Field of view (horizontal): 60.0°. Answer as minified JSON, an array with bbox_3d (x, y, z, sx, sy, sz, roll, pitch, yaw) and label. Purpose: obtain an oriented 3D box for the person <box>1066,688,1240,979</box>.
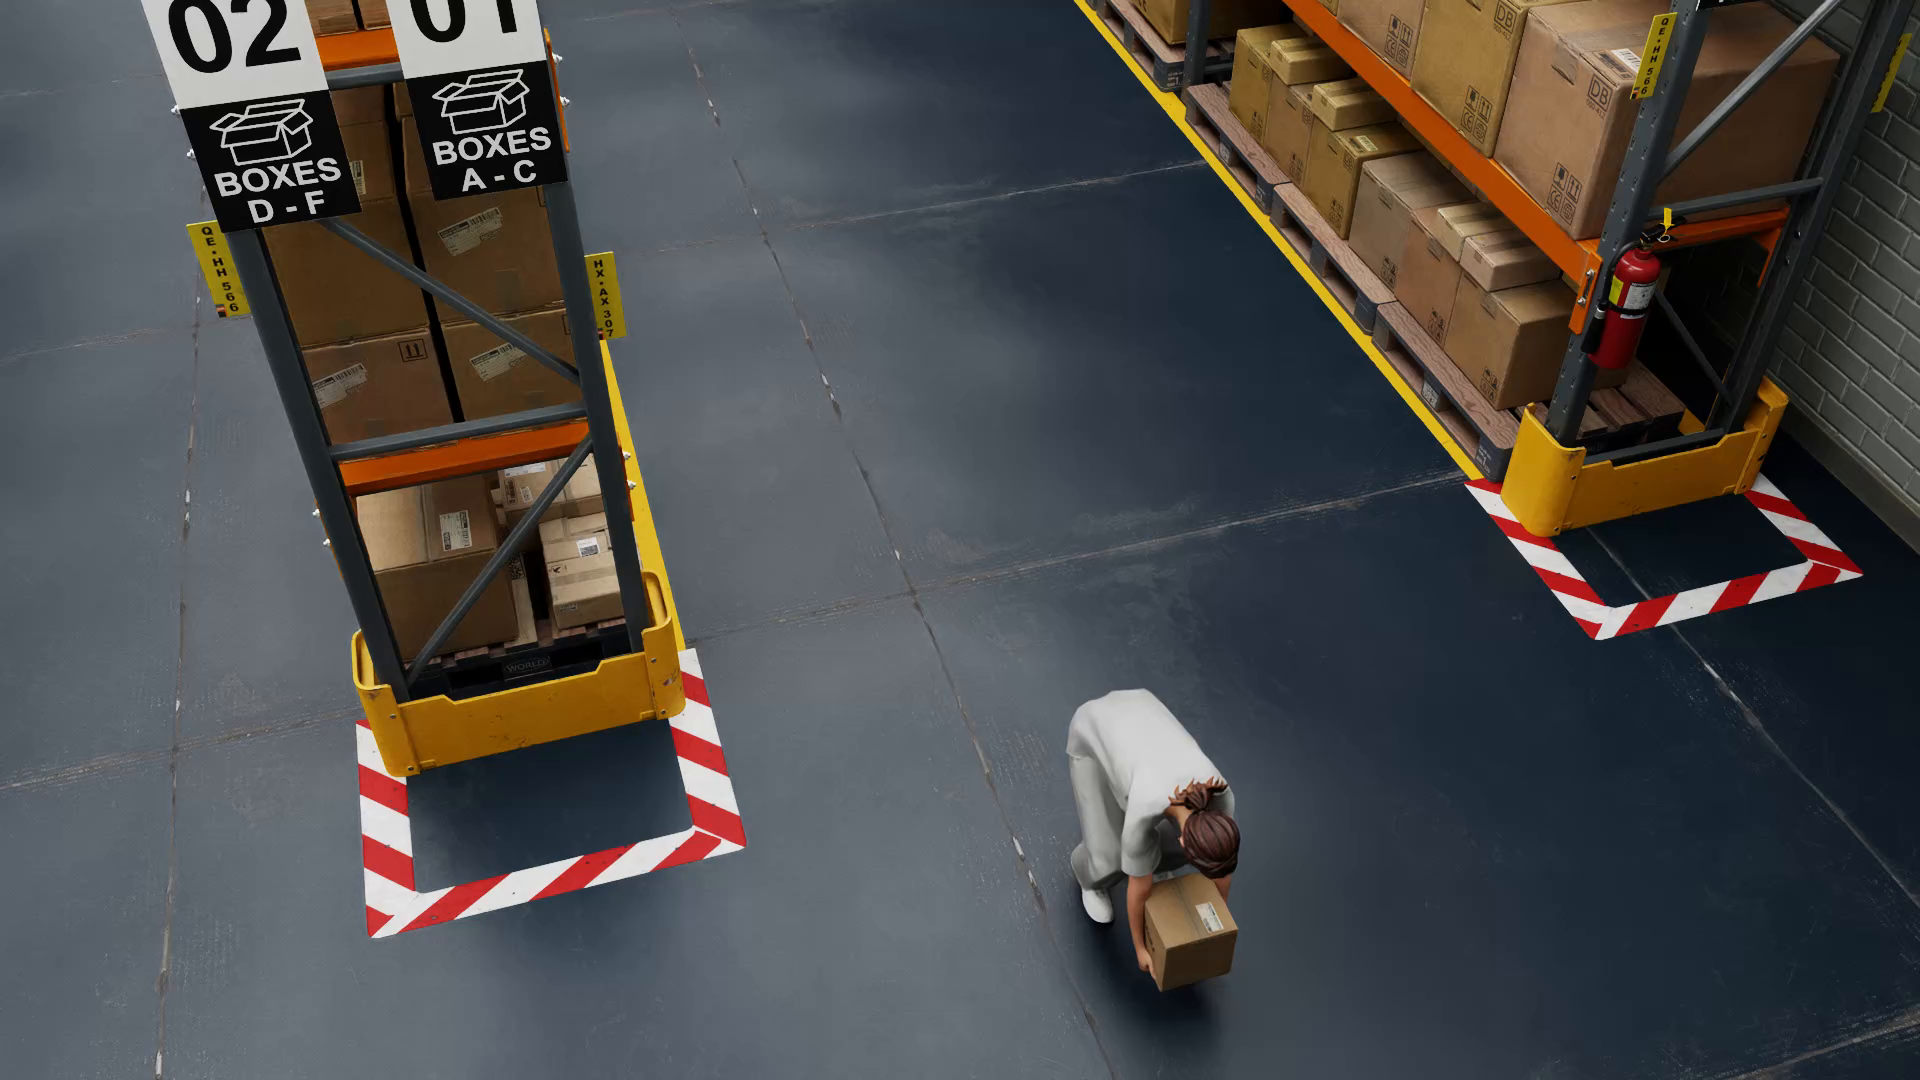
[{"bbox_3d":[0.649,0.997,5.600,0.475,0.961,0.864,-14,44,-15],"label":"person"}]
